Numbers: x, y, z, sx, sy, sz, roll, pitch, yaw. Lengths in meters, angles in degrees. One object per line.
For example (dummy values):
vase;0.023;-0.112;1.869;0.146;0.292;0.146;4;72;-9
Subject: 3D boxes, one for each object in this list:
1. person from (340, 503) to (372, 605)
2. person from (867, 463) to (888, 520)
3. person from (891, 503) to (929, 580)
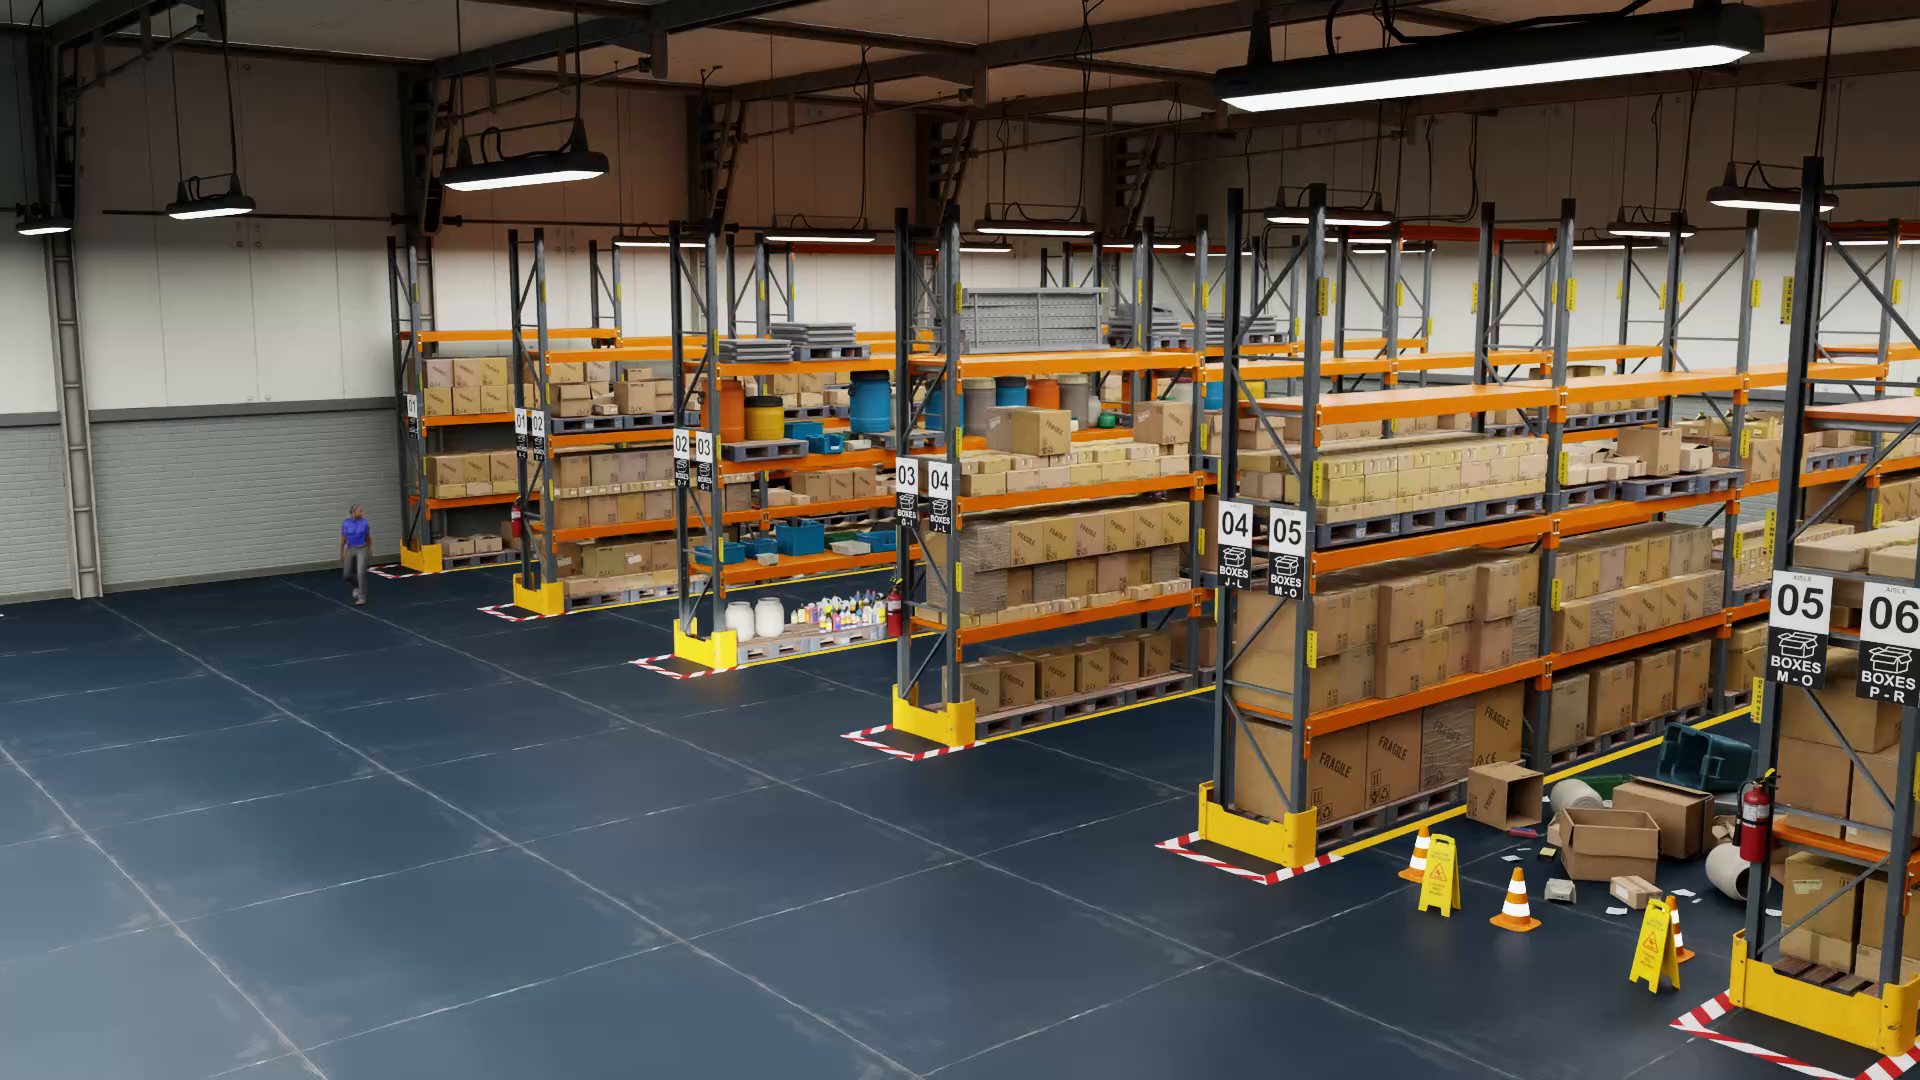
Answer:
person;-9.784;0.260;26.998;0.483;1.536;0.517;0;9;-2
person;-1.576;-0.694;32.804;0.551;1.660;0.412;-8;12;-43
person;-0.739;-0.197;27.881;0.954;1.659;0.638;-8;12;-40
